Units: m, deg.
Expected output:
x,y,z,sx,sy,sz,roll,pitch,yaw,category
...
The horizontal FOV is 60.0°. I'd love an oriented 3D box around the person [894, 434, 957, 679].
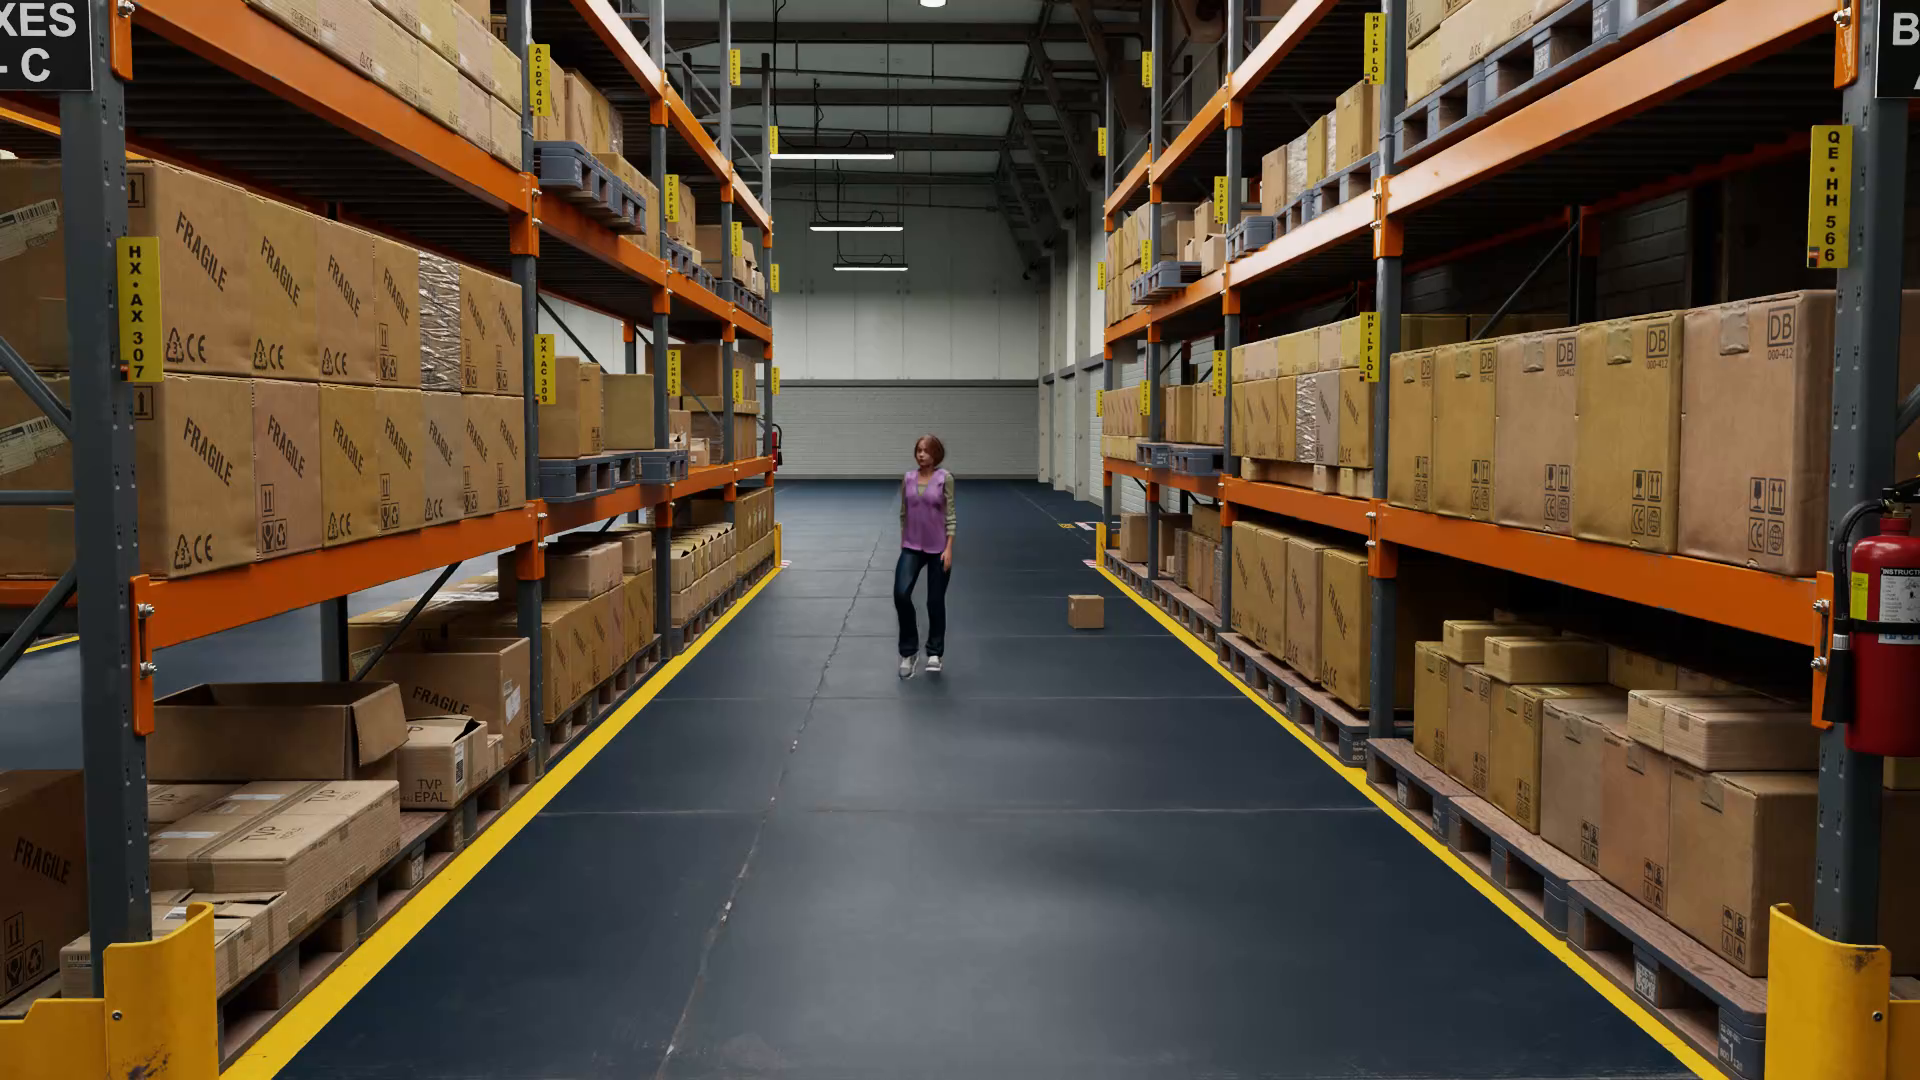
x,y,z,sx,sy,sz,roll,pitch,yaw,category
-0.222,0.119,11.058,0.416,1.617,0.465,1,4,13,person
